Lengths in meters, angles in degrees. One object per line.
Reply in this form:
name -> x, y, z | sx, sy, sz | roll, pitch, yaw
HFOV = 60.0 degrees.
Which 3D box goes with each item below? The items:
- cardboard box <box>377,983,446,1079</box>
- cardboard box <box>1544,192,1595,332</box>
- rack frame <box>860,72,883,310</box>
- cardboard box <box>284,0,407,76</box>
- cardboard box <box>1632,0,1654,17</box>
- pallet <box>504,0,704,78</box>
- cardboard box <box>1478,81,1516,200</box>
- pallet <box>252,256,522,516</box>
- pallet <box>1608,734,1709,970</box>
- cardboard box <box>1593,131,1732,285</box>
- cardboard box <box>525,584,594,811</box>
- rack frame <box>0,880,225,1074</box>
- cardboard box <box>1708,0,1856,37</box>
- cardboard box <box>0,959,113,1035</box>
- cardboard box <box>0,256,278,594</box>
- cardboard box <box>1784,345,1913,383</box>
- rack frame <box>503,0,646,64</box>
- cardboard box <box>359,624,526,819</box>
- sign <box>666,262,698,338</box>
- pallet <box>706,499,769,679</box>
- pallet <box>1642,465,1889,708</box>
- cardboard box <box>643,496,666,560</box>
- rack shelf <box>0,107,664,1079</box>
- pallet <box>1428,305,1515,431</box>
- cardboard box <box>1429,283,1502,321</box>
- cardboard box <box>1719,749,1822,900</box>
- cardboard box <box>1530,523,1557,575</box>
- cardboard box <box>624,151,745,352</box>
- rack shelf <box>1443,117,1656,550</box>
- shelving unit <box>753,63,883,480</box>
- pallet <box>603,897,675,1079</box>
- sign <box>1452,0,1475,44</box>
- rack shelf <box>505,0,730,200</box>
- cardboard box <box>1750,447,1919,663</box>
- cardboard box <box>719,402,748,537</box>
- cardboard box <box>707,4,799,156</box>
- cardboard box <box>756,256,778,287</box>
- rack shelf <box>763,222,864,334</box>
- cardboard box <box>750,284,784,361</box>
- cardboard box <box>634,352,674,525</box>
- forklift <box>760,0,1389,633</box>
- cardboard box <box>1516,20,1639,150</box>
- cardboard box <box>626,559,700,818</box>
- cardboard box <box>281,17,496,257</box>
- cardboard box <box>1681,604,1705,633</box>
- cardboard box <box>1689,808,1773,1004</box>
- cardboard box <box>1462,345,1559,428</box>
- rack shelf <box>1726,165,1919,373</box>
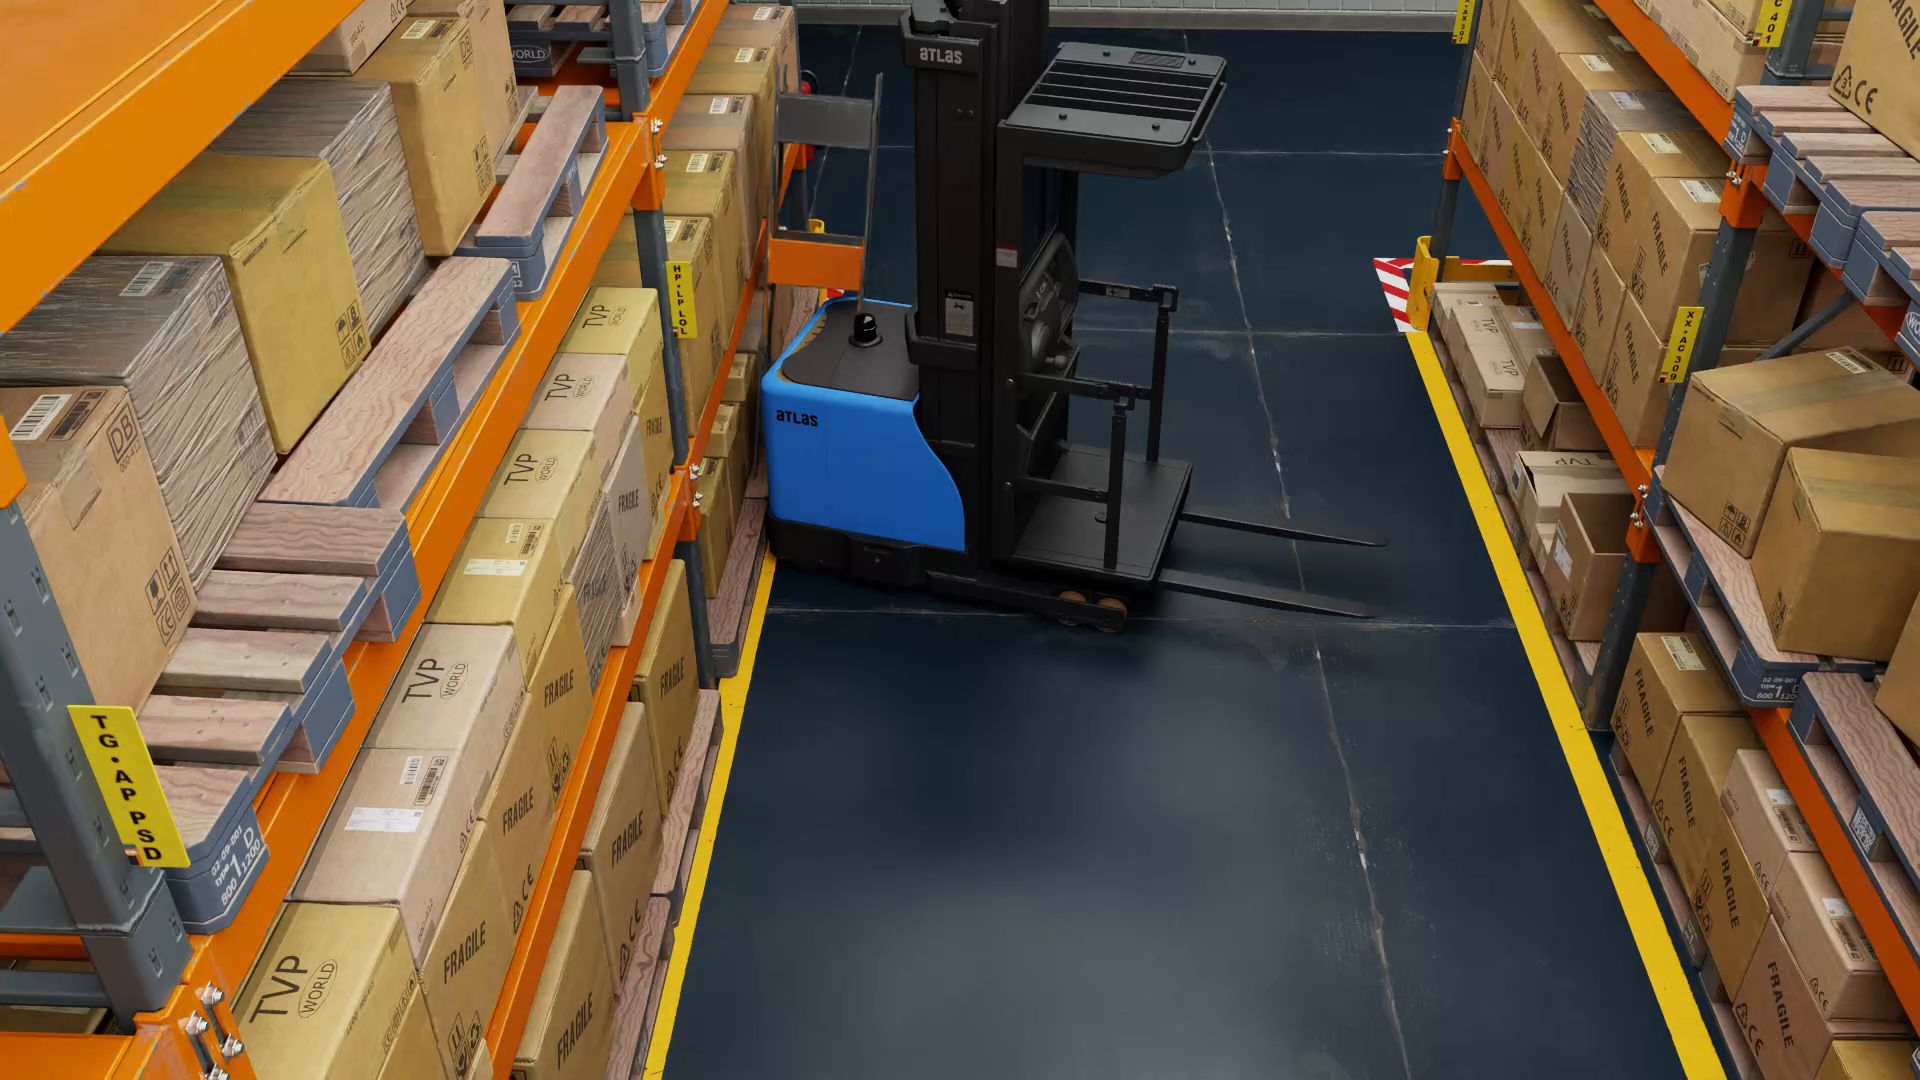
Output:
cardboard box -> -1.514, 1.355, 3.796 | 0.500, 0.500, 0.500 | 2, 35, 3
cardboard box -> 3.122, -1.312, 7.867 | 0.500, 0.500, 0.500 | 2, 35, 3
rack frame -> -0.497, -1.330, 8.613 | 0.015, 2.100, 0.400 | 5, 17, -2
cardboard box -> -1.803, -1.434, 4.397 | 0.500, 0.250, 0.500 | 0, 35, 0
cardboard box -> 3.117, -2.413, 7.042 | 0.500, 0.250, 0.500 | 1, 35, 2
pallet -> -1.586, -2.160, 6.628 | 1.003, 0.211, 1.213 | 1, 35, 2
cardboard box -> 3.185, -2.180, 9.102 | 0.500, 0.500, 0.500 | 1, 35, 1
pallet -> -1.775, -0.365, 4.161 | 1.003, 0.211, 1.213 | 3, 35, 4
pallet -> 3.326, 1.222, 6.773 | 1.003, 0.211, 1.213 | 1, 35, 2
cardboard box -> 3.100, -1.428, 7.162 | 0.500, 0.500, 0.500 | 1, 35, 1
cardboard box -> -1.450, 0.470, 5.055 | 0.500, 0.500, 0.500 | 2, 35, 3
rack frame -> -1.790, 1.799, 3.527 | 1.000, 3.000, 0.127 | 1, 35, 2
cardboard box -> 3.069, -2.043, 6.081 | 0.500, 0.250, 0.500 | 1, 35, 2
cardboard box -> -2.031, 1.055, 3.571 | 0.500, 0.250, 0.500 | 2, 35, 3
cardboard box -> -1.859, -0.235, 3.342 | 0.700, 0.500, 0.500 | 0, 35, -1
cardboard box -> 3.614, -0.714, 7.016 | 0.500, 0.500, 0.500 | 2, 35, 3
rack frame -> -1.629, -2.953, 5.072 | 1.000, 3.000, 0.127 | 1, 35, 2
cardboard box -> -1.477, 0.471, 4.402 | 0.500, 0.250, 0.500 | 2, 35, 2
sign -> -1.086, -0.933, 6.477 | 0.100, 0.325, 0.005 | 1, 35, 2
pallet -> -1.520, 0.207, 8.218 | 1.003, 0.211, 1.213 | 1, 35, 2
pallet -> 3.180, 0.148, 6.043 | 1.003, 0.211, 1.213 | 1, 35, 2
cardboard box -> -1.346, -0.058, 6.371 | 0.380, 0.149, 0.250 | 2, 35, 3
rack shelf -> -1.709, -0.283, 4.506 | 1.077, 0.370, 4.000 | 1, 35, 2
pallet -> 3.447, -1.042, 9.995 | 1.003, 0.211, 1.213 | 1, 35, 2
cardboard box -> 3.121, -1.466, 10.269 | 0.380, 0.149, 0.250 | 1, 35, 2
cardboard box -> 3.018, 0.996, 5.809 | 0.500, 0.250, 0.500 | 1, 35, 2
cardboard box -> 3.015, 0.049, 8.114 | 0.380, 0.149, 0.250 | 1, 35, 2
cardboard box -> -1.556, -1.352, 7.750 | 0.980, 0.700, 0.700 | 0, 35, 1
rack shelf -> 3.401, -1.241, 8.479 | 1.077, 0.370, 4.000 | 1, 35, 2
shelving unit -> -0.740, -1.352, 8.606 | 0.503, 2.100, 0.431 | 5, 17, -2
pallet -> -1.631, 1.790, 5.966 | 1.003, 0.211, 1.213 | 1, 35, 2
sign -> 2.939, -3.051, 9.676 | 0.100, 0.325, 0.005 | 1, 35, 2
rack shelf -> -1.549, -2.581, 7.776 | 1.077, 0.370, 4.000 | 1, 35, 2
cardboard box -> 3.114, 0.064, 5.544 | 0.700, 0.500, 0.500 | 7, 36, 9
cardboard box -> -1.473, -0.364, 8.414 | 0.700, 0.500, 0.500 | 1, 35, 1
cardboard box -> -1.479, -2.627, 9.563 | 0.980, 0.700, 0.700 | 3, 35, 4
cardboard box -> -1.229, -1.582, 9.583 | 0.380, 0.149, 0.250 | 2, 35, 3
rack shelf -> -0.741, -1.339, 8.610 | 0.480, 0.518, 0.431 | 5, 17, -2
cardboard box -> -1.417, -1.254, 9.680 | 0.700, 0.500, 0.500 | 1, 35, 2
cardboard box -> -1.396, -0.399, 6.291 | 0.500, 0.500, 0.500 | 1, 35, 1
forklift -> 0.602, -1.093, 7.702 | 3.031, 2.935, 1.130 | 10, 36, 14
cardboard box -> 3.162, -2.298, 8.400 | 0.500, 0.500, 0.500 | 2, 35, 3
cardboard box -> -1.525, 0.585, 6.759 | 0.750, 0.750, 0.750 | 2, 35, 2
cardboard box -> -1.732, -1.123, 4.606 | 0.700, 0.500, 0.500 | 1, 35, 1
cardboard box -> 3.554, 0.297, 7.620 | 0.500, 0.311, 0.500 | 1, 35, 2
cardboard box -> 3.020, 1.322, 5.997 | 0.500, 0.500, 0.500 | 2, 35, 2
cardboard box -> 3.136, -0.859, 9.319 | 0.500, 0.250, 0.500 | 1, 35, 2
rack shelf -> 3.241, -0.171, 4.347 | 1.077, 0.370, 4.000 | 1, 35, 2
